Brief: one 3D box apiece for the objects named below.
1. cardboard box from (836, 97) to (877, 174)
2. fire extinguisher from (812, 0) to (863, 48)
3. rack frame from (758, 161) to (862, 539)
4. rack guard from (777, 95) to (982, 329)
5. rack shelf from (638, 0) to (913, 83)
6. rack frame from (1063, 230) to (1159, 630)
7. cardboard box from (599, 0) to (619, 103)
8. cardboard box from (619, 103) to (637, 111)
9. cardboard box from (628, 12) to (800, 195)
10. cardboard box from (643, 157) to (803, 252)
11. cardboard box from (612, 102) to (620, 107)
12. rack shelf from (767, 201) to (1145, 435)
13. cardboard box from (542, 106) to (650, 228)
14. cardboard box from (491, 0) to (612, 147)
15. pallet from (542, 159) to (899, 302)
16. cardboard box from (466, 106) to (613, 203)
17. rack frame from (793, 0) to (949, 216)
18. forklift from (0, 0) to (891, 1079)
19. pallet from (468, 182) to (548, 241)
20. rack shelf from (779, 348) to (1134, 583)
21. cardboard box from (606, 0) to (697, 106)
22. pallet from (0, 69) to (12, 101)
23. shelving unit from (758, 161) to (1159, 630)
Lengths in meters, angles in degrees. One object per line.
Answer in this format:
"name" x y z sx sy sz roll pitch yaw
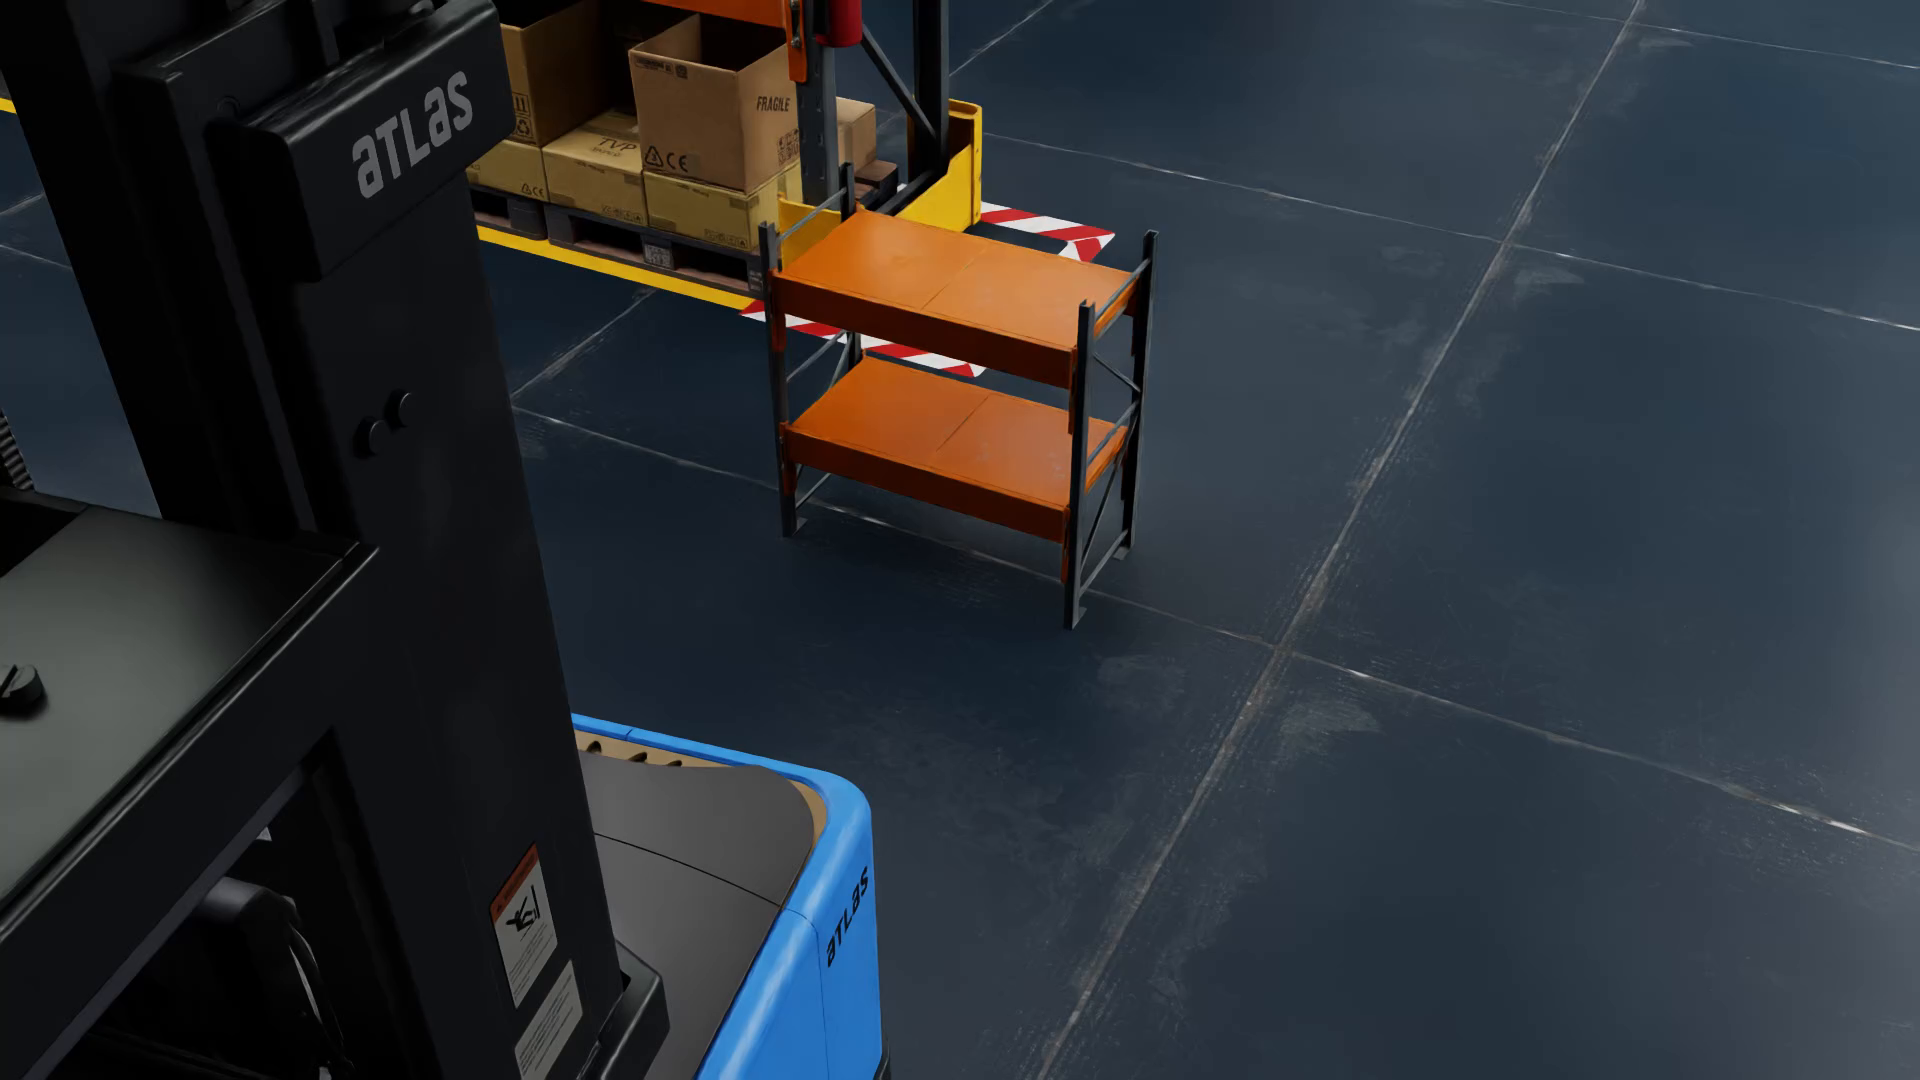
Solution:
"cardboard box" -0.701 -1.724 7.194 0.500 0.250 0.500 17 41 21
"fire extinguisher" -0.436 -2.070 5.787 0.183 0.674 0.296 17 41 21
"rack frame" -0.457 -0.591 5.325 0.032 1.125 0.500 17 41 21
"rack guard" -0.306 -1.381 6.882 0.348 0.500 1.175 17 41 21
"rack shelf" -2.103 -2.653 7.086 4.000 0.370 1.077 17 41 21
"rack frame" 0.445 -0.309 4.953 0.032 1.125 0.500 17 41 21
"cardboard box" -1.596 -2.293 7.323 0.500 0.500 0.500 17 41 21
"cardboard box" -1.147 -1.861 7.374 0.500 0.250 0.500 17 41 21
"cardboard box" -0.940 -1.743 6.599 0.500 0.500 0.500 17 41 21
"cardboard box" -0.939 -1.446 6.827 0.500 0.250 0.500 17 41 21
"cardboard box" -1.590 -2.000 7.558 0.500 0.250 0.500 17 41 21
"rack shelf" -0.006 -0.683 4.962 1.000 0.278 0.538 17 41 21
"cardboard box" -1.389 -1.578 7.002 0.500 0.250 0.500 17 41 21
"cardboard box" -1.835 -2.013 6.955 0.500 0.500 0.500 17 41 21
"pallet" -1.025 -1.463 7.229 1.213 0.211 1.003 17 41 21
"cardboard box" -1.833 -1.716 7.184 0.500 0.250 0.500 17 41 21
"rack frame" -0.327 -2.383 6.135 0.127 3.000 1.000 17 41 21
"forklift" -1.080 0.900 1.867 1.130 2.935 3.031 11 39 14
"pallet" -2.105 -1.803 7.677 1.213 0.211 1.003 17 41 21
"rack shelf" -0.006 -0.255 5.287 1.000 0.278 0.538 17 41 21
"cardboard box" -1.146 -2.160 7.149 0.500 0.500 0.500 17 41 21
"pallet" -4.551 -2.569 8.686 1.213 0.211 1.003 17 41 21
"shelving unit" -0.006 -0.450 5.139 1.048 1.125 0.538 17 41 21
